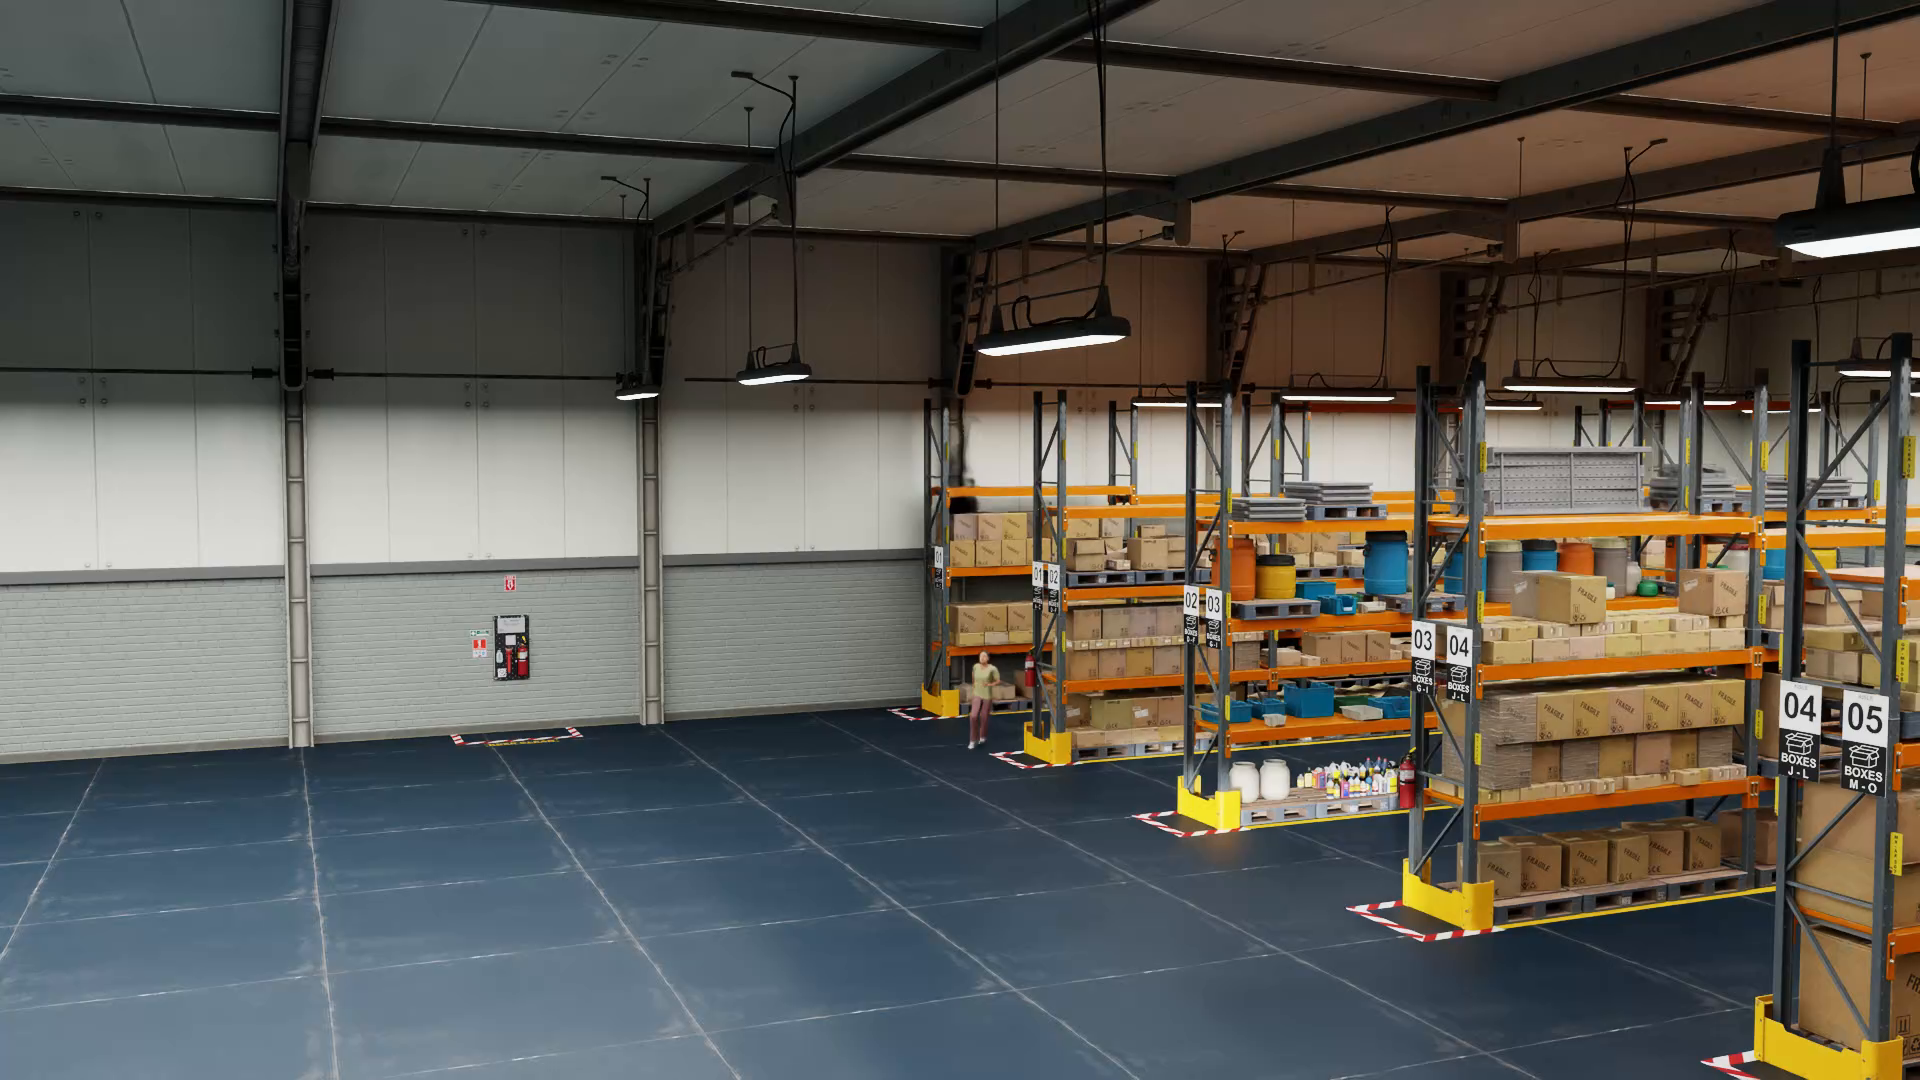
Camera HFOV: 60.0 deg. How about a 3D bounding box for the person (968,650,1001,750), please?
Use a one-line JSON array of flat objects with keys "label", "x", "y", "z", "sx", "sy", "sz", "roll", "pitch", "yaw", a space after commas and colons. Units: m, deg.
[{"label": "person", "x": 0.443, "y": 2.689, "z": 28.093, "sx": 0.558, "sy": 1.712, "sz": 0.709, "roll": 1, "pitch": 3, "yaw": 16}]
